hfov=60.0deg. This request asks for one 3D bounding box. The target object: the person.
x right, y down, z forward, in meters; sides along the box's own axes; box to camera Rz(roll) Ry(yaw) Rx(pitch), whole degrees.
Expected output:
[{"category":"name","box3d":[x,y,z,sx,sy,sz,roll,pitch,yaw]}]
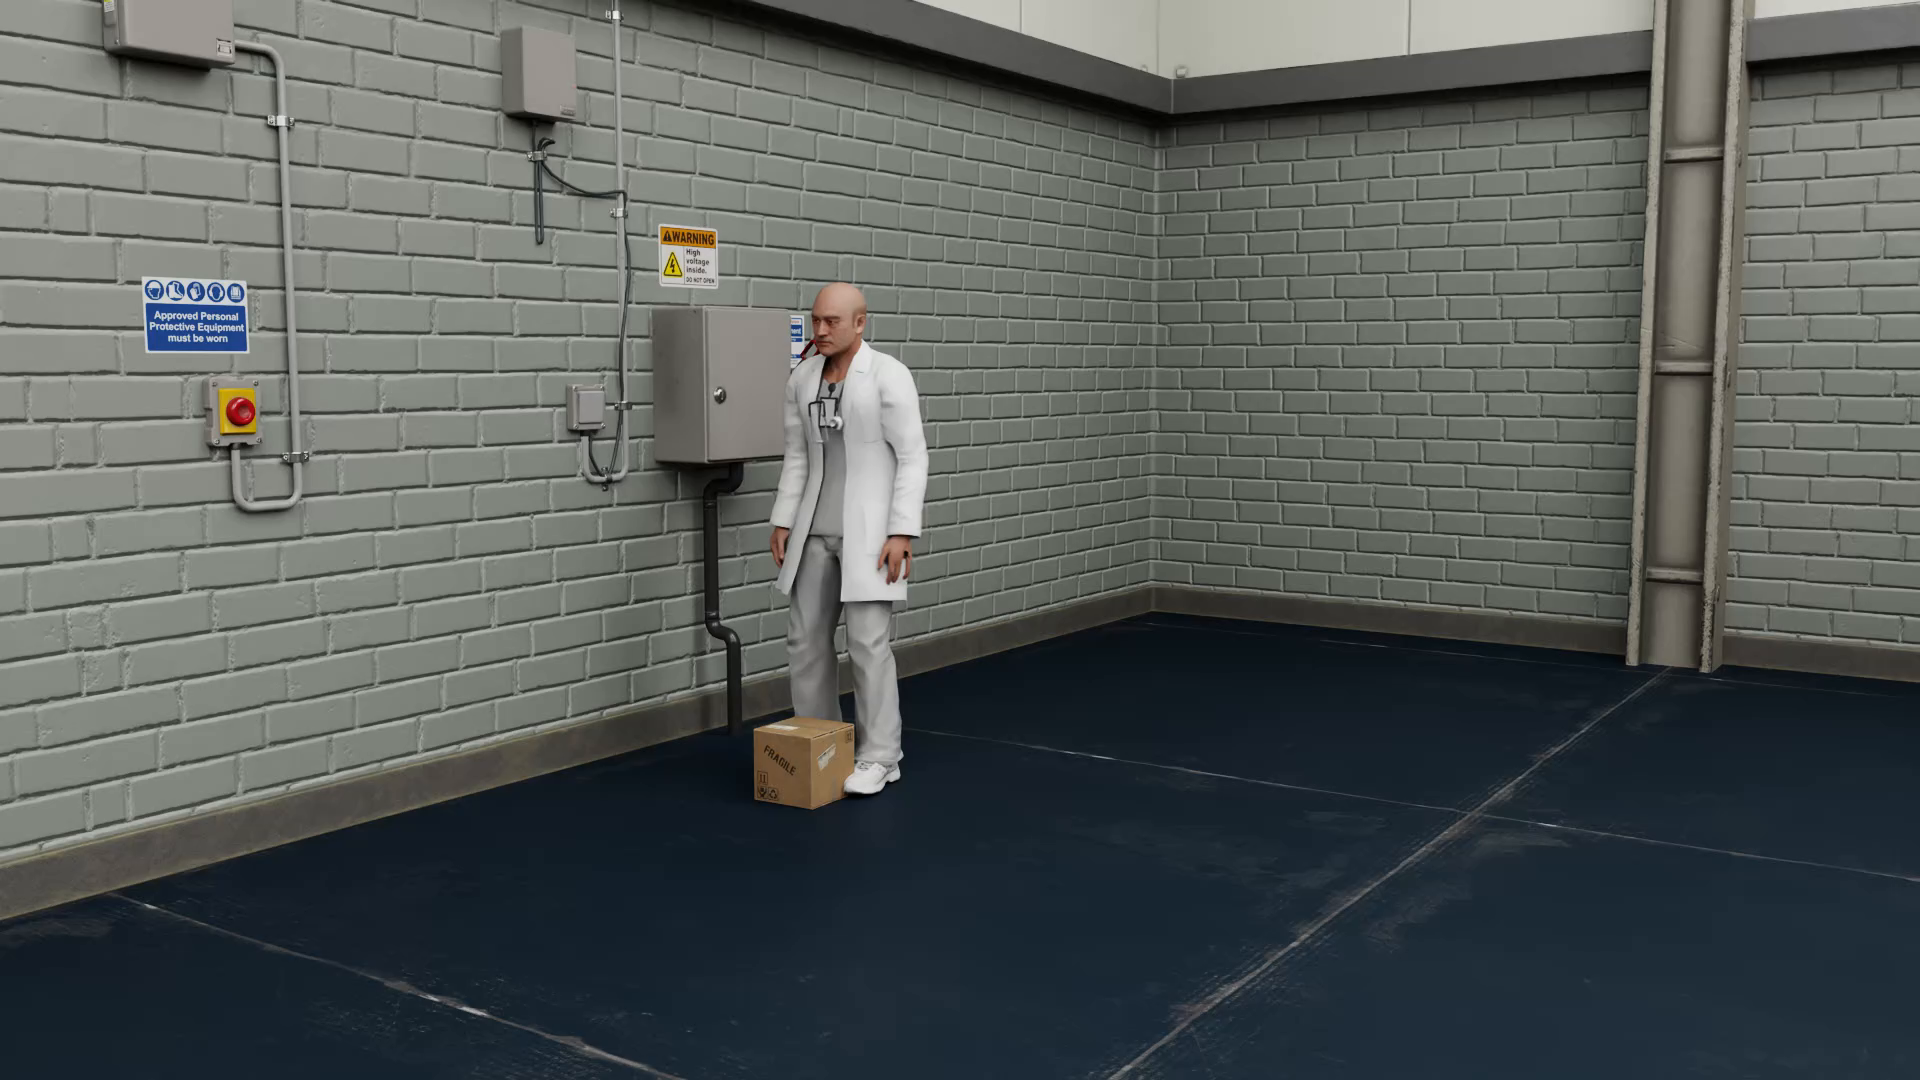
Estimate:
[{"category":"person","box3d":[-0.405,-0.013,5.880,0.643,1.774,0.420,4,7,33]}]
